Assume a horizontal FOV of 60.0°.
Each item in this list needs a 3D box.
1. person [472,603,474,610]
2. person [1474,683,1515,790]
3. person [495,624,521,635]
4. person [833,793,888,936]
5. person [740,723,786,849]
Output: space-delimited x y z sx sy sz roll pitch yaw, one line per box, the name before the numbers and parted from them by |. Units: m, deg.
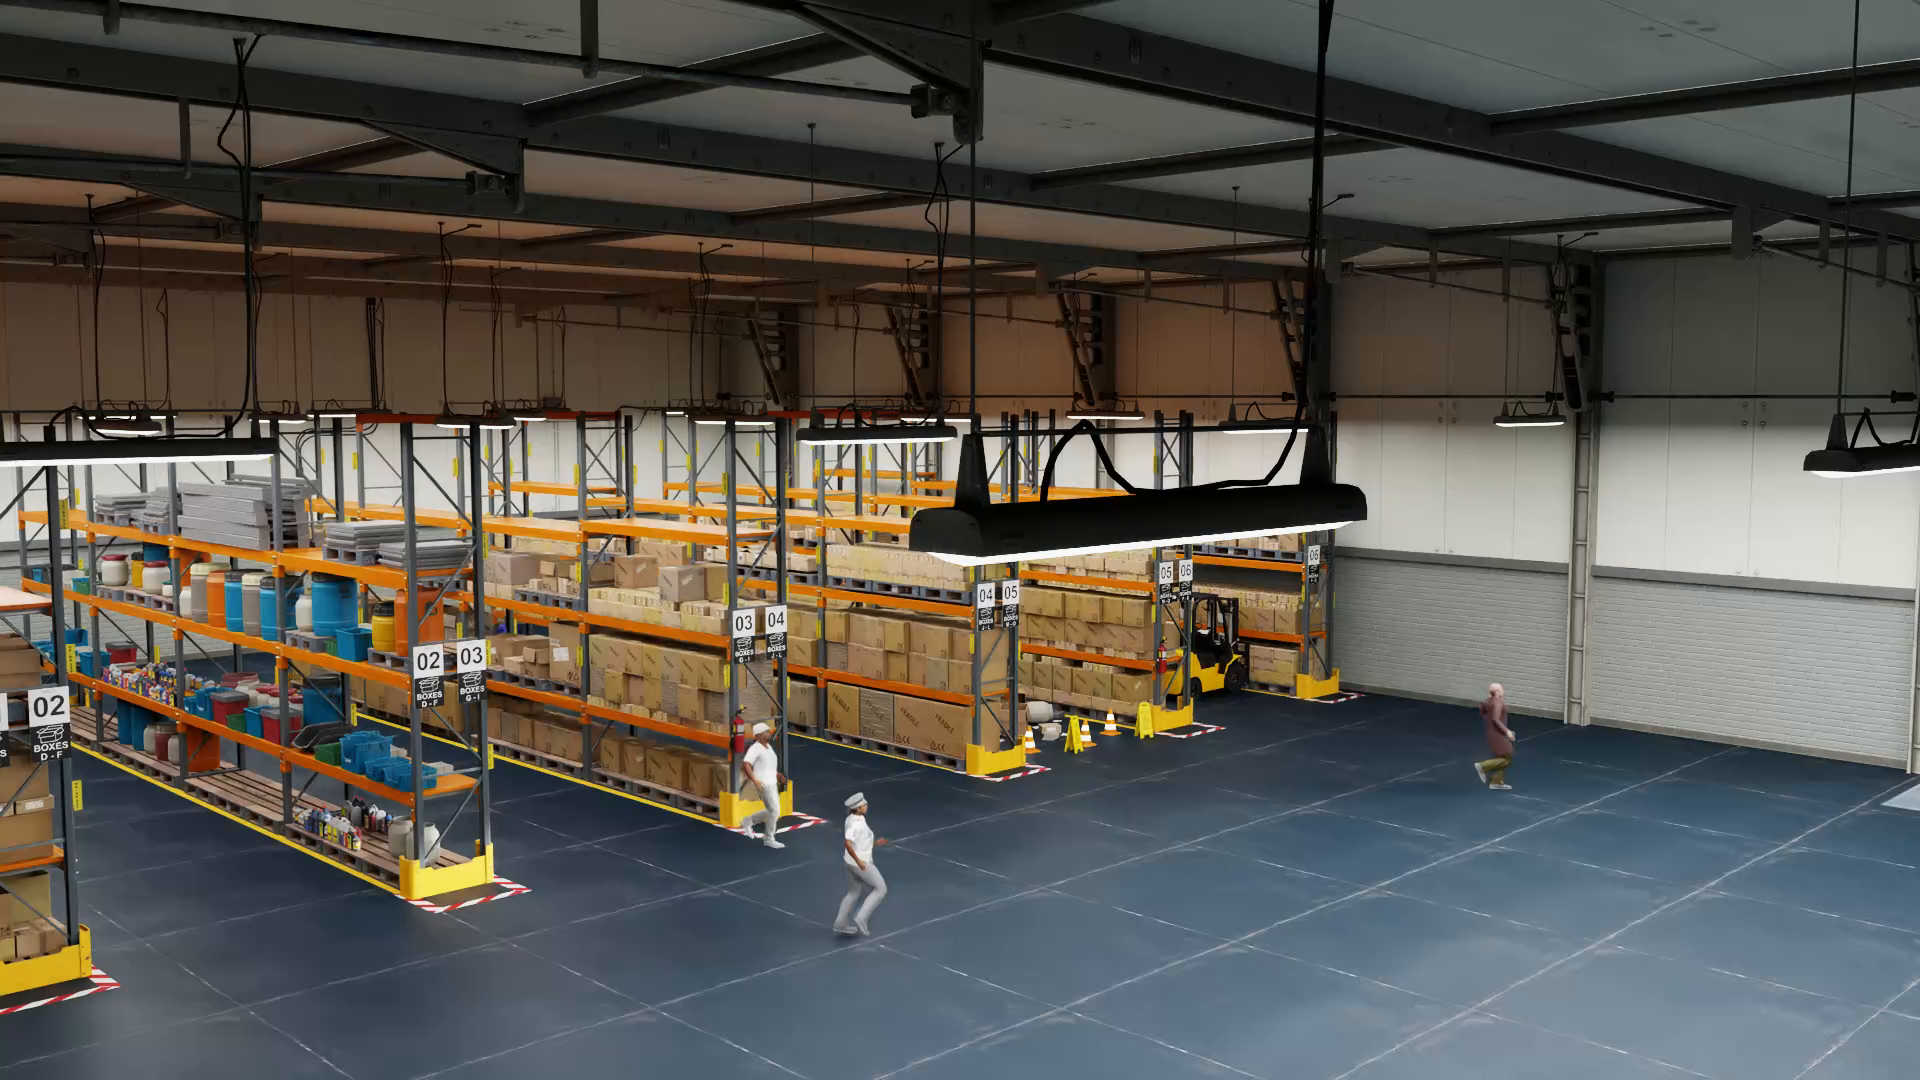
person | -10.807 2.250 37.082 0.741 1.732 0.573 -4 6 -35
person | 8.555 3.157 26.684 0.657 1.737 0.715 0 5 -2
person | -9.725 2.396 36.017 0.552 1.651 0.652 -4 6 -40
person | -1.154 3.798 19.473 0.675 1.695 0.546 -2 5 -23
person | -2.747 3.448 23.459 0.637 1.722 0.753 1 5 12
